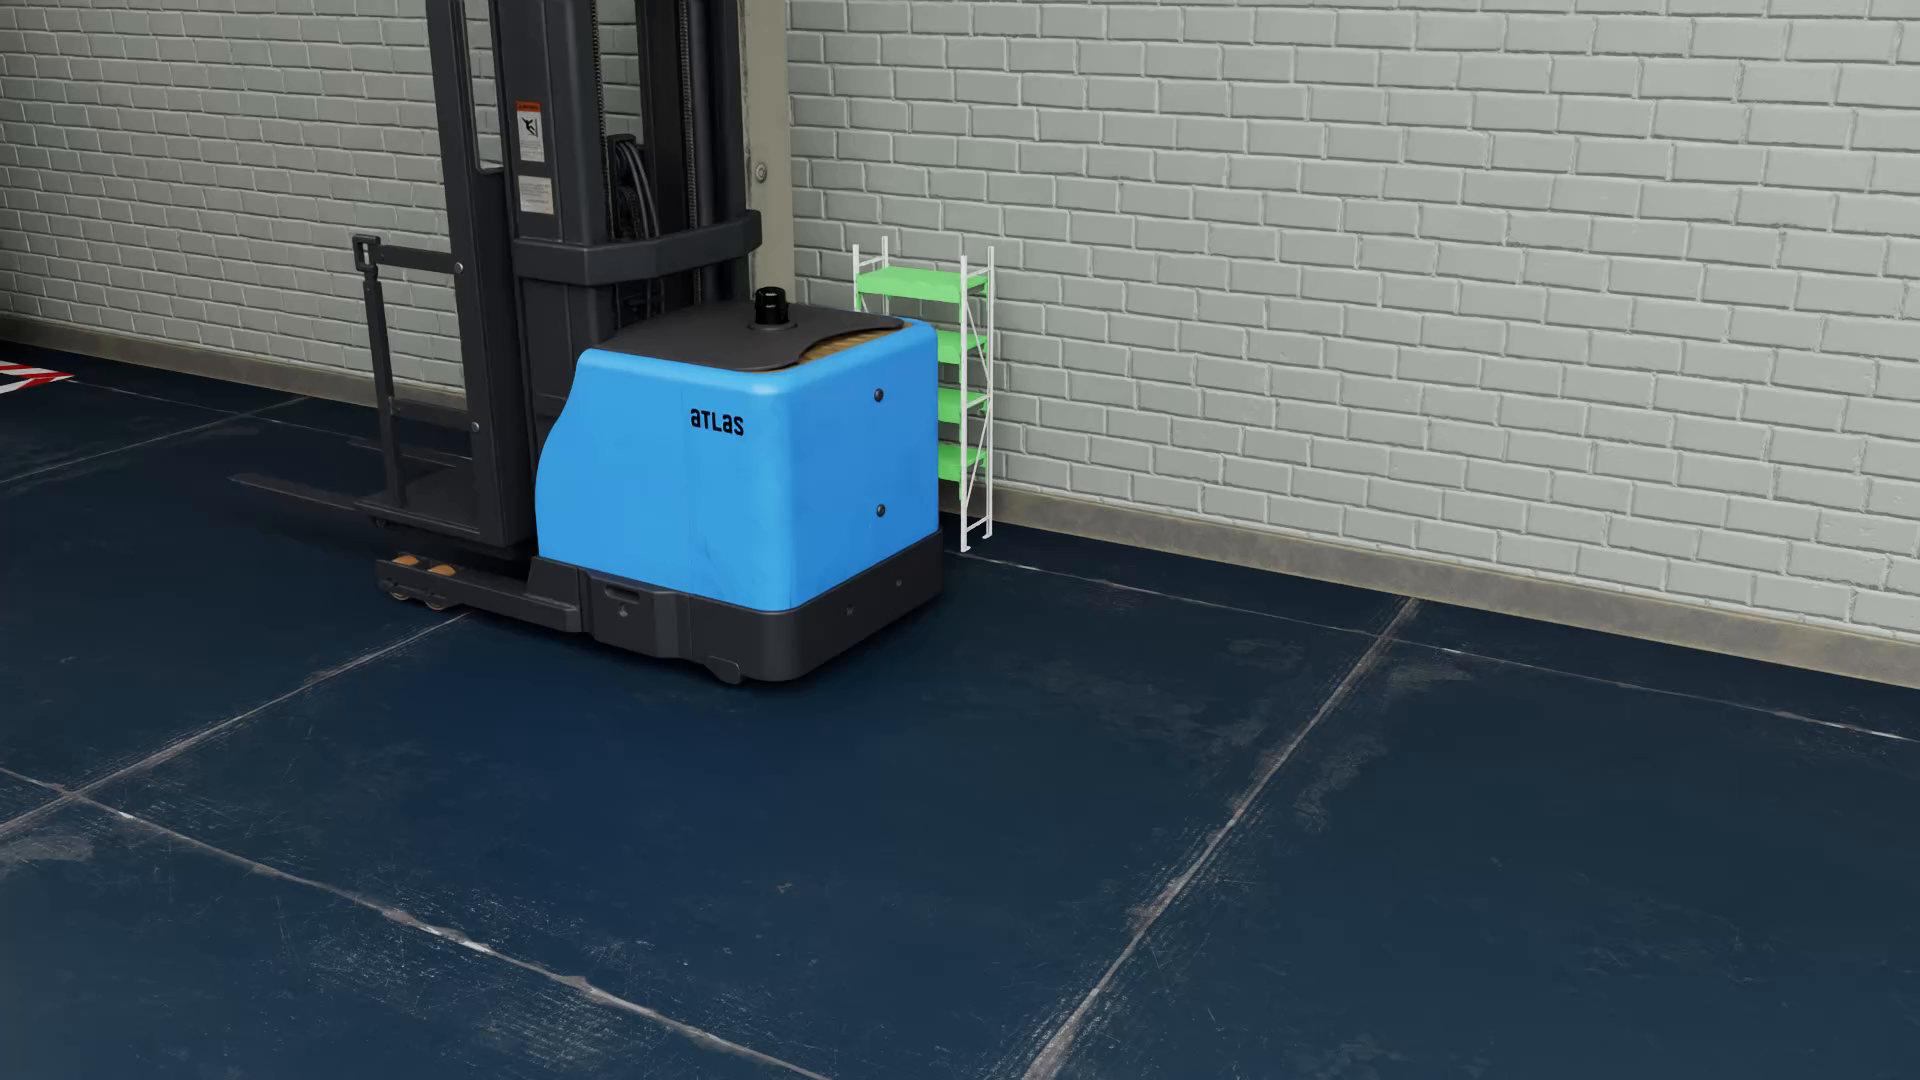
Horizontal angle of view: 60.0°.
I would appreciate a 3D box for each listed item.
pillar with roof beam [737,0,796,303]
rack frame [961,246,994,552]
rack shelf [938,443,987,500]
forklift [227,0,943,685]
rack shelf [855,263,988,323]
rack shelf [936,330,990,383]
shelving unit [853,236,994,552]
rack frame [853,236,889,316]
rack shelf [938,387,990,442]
[{"bbox_3d":[-3.065,-3.196,2.480,0.400,9.000,9.100,11,23,27],"label":"pillar with roof beam"},{"bbox_3d":[0.068,-0.551,6.624,0.015,1.200,0.240,11,23,27],"label":"rack frame"},{"bbox_3d":[-0.145,-0.306,6.840,0.480,0.148,0.258,11,23,27],"label":"rack shelf"},{"bbox_3d":[-1.589,-1.258,6.035,3.031,2.935,1.130,12,23,29],"label":"forklift"},{"bbox_3d":[-0.145,-0.983,6.594,0.480,0.148,0.258,11,23,27],"label":"rack shelf"},{"bbox_3d":[-0.145,-0.757,6.676,0.480,0.148,0.258,11,23,27],"label":"rack shelf"},{"bbox_3d":[-0.145,-0.592,6.736,0.503,1.200,0.258,11,23,27],"label":"shelving unit"},{"bbox_3d":[-0.358,-0.632,6.848,0.015,1.200,0.240,11,23,27],"label":"rack frame"},{"bbox_3d":[-0.145,-0.531,6.758,0.480,0.148,0.258,11,23,27],"label":"rack shelf"}]
